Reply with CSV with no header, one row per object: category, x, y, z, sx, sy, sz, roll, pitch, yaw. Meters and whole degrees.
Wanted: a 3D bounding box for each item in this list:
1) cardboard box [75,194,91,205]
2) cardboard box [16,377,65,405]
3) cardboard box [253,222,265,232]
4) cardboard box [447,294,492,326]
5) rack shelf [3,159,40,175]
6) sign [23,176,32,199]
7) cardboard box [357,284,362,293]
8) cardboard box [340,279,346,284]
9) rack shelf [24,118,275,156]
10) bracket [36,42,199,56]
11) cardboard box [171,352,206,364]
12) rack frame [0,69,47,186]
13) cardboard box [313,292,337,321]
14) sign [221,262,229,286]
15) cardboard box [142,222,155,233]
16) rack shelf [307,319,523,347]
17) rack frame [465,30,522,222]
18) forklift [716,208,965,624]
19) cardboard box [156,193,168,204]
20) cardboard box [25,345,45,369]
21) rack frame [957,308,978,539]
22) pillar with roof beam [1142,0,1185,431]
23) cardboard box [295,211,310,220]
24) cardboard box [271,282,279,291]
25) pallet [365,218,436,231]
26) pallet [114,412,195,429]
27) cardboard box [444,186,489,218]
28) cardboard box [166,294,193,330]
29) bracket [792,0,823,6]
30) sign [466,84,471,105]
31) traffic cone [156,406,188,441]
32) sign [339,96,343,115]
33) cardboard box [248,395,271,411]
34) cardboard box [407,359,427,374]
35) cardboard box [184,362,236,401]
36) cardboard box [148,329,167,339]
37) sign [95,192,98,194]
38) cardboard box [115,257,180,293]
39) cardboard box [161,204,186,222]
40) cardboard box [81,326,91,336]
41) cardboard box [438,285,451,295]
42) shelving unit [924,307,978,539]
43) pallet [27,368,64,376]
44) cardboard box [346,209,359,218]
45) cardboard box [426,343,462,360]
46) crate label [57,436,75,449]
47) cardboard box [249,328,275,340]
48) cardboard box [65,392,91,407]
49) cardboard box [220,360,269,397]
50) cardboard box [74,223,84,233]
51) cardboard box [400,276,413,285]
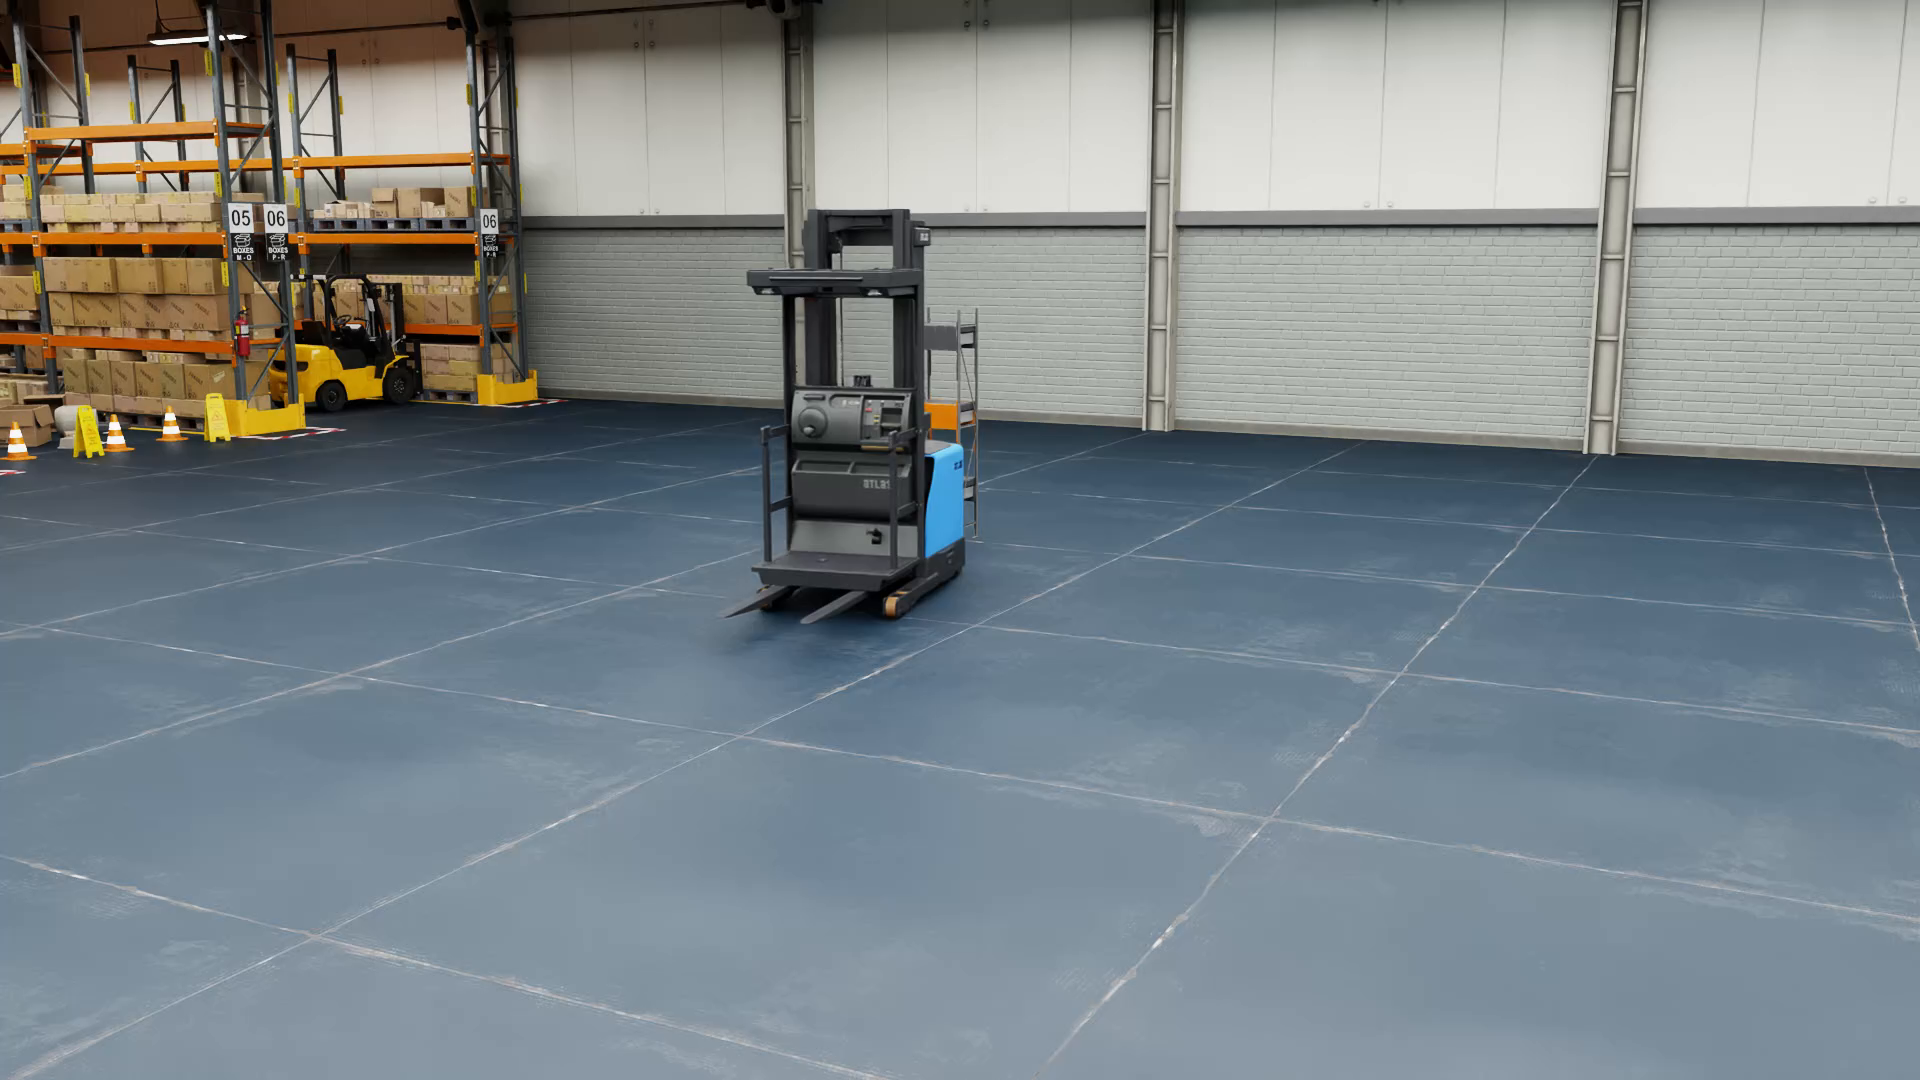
cardboard box,-12.606,-4.944,24.169,0.250,0.149,0.380,5,11,25
cardboard box,-13.918,-2.294,25.681,0.625,0.372,0.950,5,11,27
cardboard box,-10.013,-4.454,23.703,0.250,0.149,0.380,5,11,26
cardboard box,-8.224,-3.863,27.872,0.500,0.500,0.500,5,11,25
rack shelf,-20.221,-7.517,33.524,4.000,0.370,1.077,5,11,26
sign,-13.689,-5.175,24.419,0.005,0.325,0.100,5,11,26
cardboard box,-10.182,-4.345,28.714,0.250,0.149,0.380,5,11,25
cardboard box,-10.592,-4.550,29.009,0.250,0.149,0.380,5,11,25
rack shelf,-11.653,-5.778,23.918,4.000,0.370,1.077,5,11,26
bracket,-16.113,-9.391,31.744,4.783,0.066,0.076,5,11,26
cardboard box,-11.052,-2.606,23.819,0.250,0.149,0.380,5,12,27
rack frame,-18.428,-7.715,32.589,0.127,3.000,1.000,5,11,26
cardboard box,-10.971,-4.105,29.208,0.500,0.500,0.500,5,11,24
sign,-10.123,-3.662,22.904,0.005,0.325,0.100,5,11,26
cardboard box,-11.439,-4.465,23.763,0.250,0.149,0.380,5,11,24
rack shelf,-9.460,-3.621,28.833,4.000,0.370,1.077,5,11,26
rack frame,-7.666,-6.769,27.364,0.127,3.000,1.000,5,11,26
forklift,-0.875,-0.949,12.243,1.130,2.935,3.031,3,11,17
cardboard box,-11.165,-4.841,23.597,0.250,0.149,0.380,5,11,26
cardboard box,-18.094,-3.665,32.899,0.500,0.500,0.500,6,12,28
rack frame,0.070,-1.027,15.009,0.015,2.100,0.400,5,11,26
pillar with roof beam,0.965,-5.335,19.439,0.400,9.000,9.100,5,11,26
cardboard box,-11.928,-5.839,29.892,0.250,0.149,0.380,5,11,26
cardboard box,-12.094,-4.537,29.776,0.250,0.149,0.380,5,11,26
pallet,-9.387,-5.405,28.500,1.213,0.211,1.003,5,11,26
pallet,-11.730,-1.824,24.715,1.213,0.211,1.003,5,11,26
cardboard box,-8.171,-5.594,27.554,0.500,0.500,0.500,5,12,28
cardboard box,-10.915,-3.259,23.697,0.500,0.500,0.500,5,11,26
bracket,-2.296,-8.177,25.036,0.430,0.232,0.235,5,11,26
sign,-7.919,-7.182,26.801,0.005,0.325,0.100,5,11,26
traffic cone,-10.816,-1.604,22.791,0.334,0.463,0.336,5,11,26
sign,-10.986,-7.709,29.488,0.005,0.325,0.100,5,11,26
cardboard box,-10.460,-1.985,24.319,0.500,0.250,0.500,5,11,25
cardboard box,-9.159,-2.984,28.432,0.500,0.250,0.500,5,11,25
cardboard box,-10.693,-2.268,23.776,0.500,0.500,0.500,5,11,26
cardboard box,-11.467,-2.985,24.008,0.250,0.149,0.380,5,11,25
sign,-13.213,-5.157,25.427,0.005,0.325,0.100,5,11,26
cardboard box,-11.753,-3.843,24.120,0.500,0.500,0.700,5,11,25
cardboard box,-10.882,-4.612,23.453,0.500,0.250,0.500,5,11,25
cardboard box,-12.805,-3.112,24.707,0.250,0.149,0.380,5,11,26
cardboard box,-8.549,-4.214,27.988,0.250,0.149,0.380,5,12,27
shelving unit,-0.148,-1.046,15.115,0.503,2.100,0.431,5,11,26
pallet,-17.682,-3.332,33.051,1.213,0.211,1.003,5,11,26
cardboard box,-10.296,-5.596,28.551,0.250,0.149,0.380,5,12,28
cardboard box,-8.678,-3.189,28.159,0.500,0.250,0.500,5,12,27
crate label,-11.734,-1.291,21.981,0.298,0.136,0.250,-1,10,-4
cardboard box,-10.072,-2.960,23.870,0.250,0.149,0.380,5,11,26
cardboard box,-13.037,-2.103,24.971,0.500,0.250,0.500,4,11,23
cardboard box,-10.482,-2.356,24.262,0.500,0.500,0.500,5,11,24
cardboard box,-12.794,-4.597,24.488,0.250,0.149,0.380,5,11,26
cardboard box,-9.270,-4.411,28.243,0.250,0.149,0.380,5,12,27
